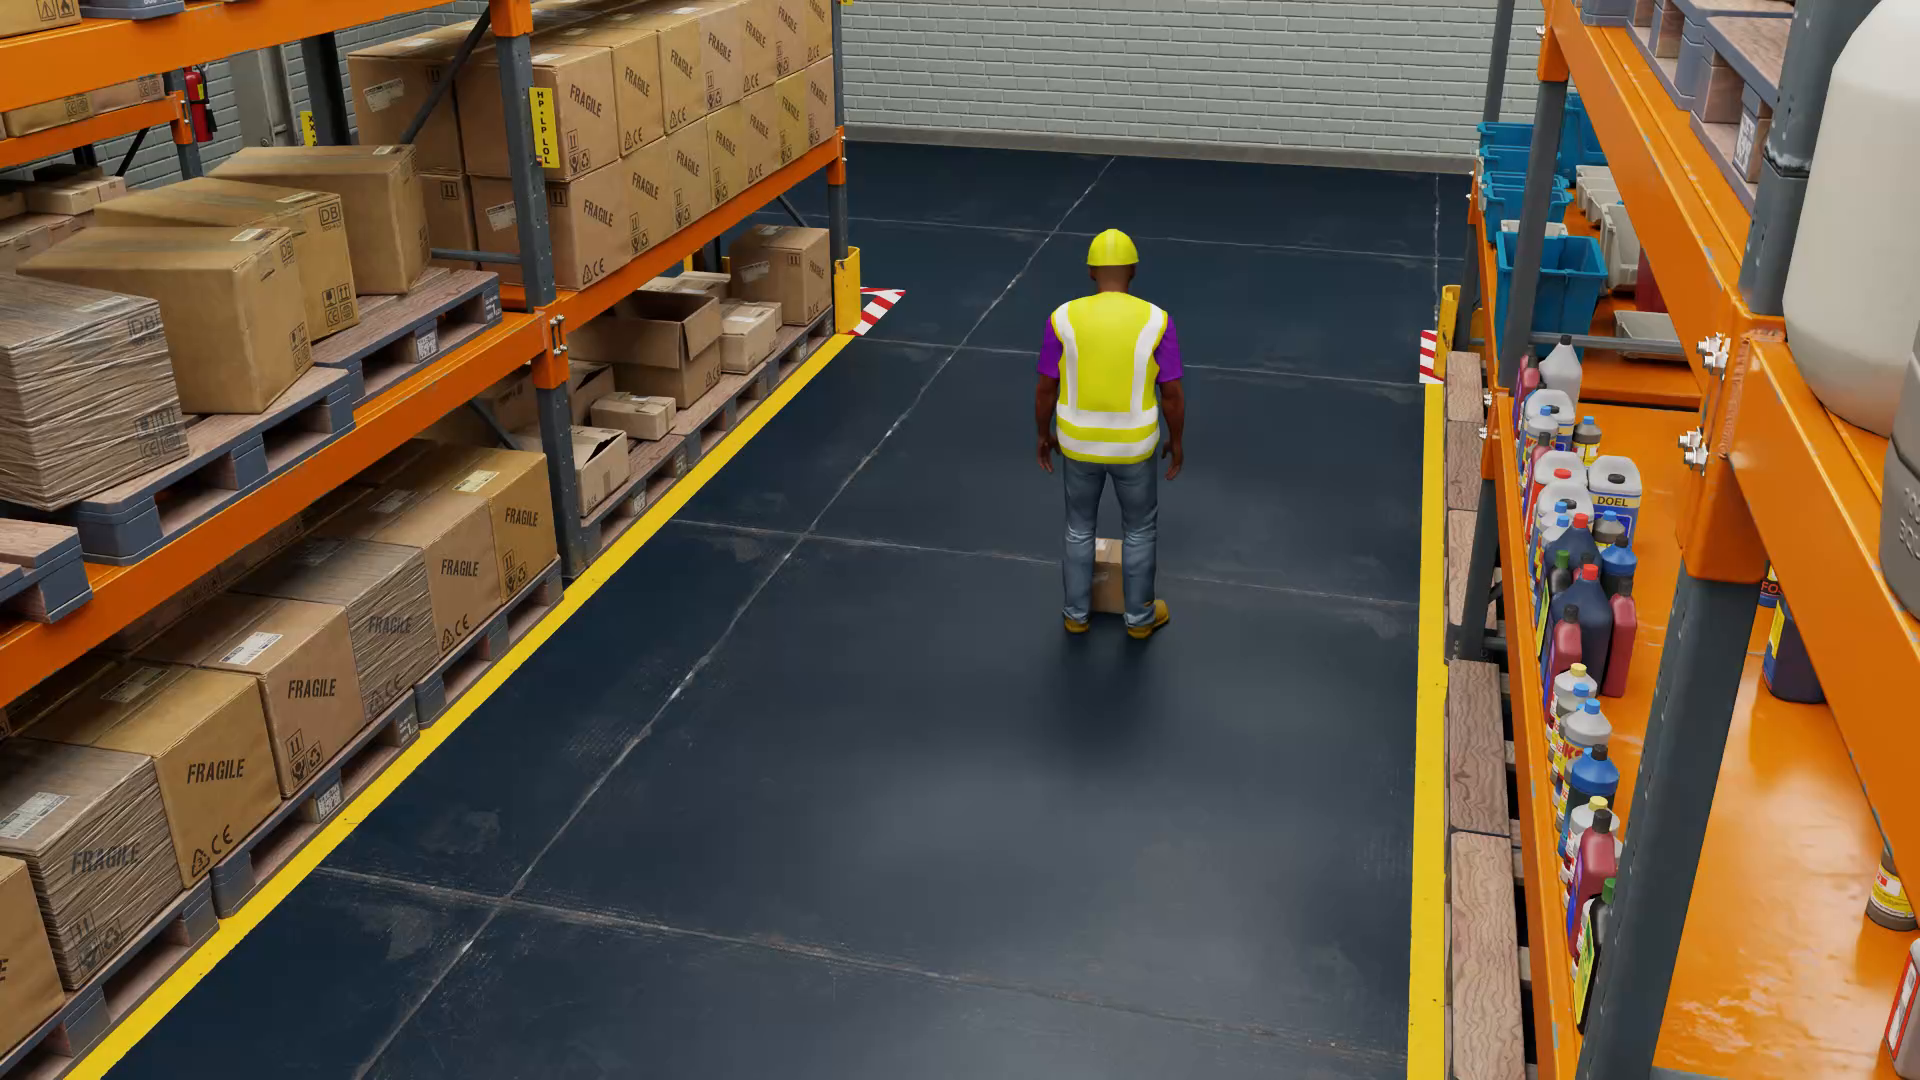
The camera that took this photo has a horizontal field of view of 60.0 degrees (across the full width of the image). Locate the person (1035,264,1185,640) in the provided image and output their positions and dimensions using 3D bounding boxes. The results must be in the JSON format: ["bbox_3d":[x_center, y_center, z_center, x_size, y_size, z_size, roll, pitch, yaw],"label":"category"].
[{"bbox_3d":[12.468,-3.913,5.901,23.604,9.002,6.255,5,26,11],"label":"person"}]
